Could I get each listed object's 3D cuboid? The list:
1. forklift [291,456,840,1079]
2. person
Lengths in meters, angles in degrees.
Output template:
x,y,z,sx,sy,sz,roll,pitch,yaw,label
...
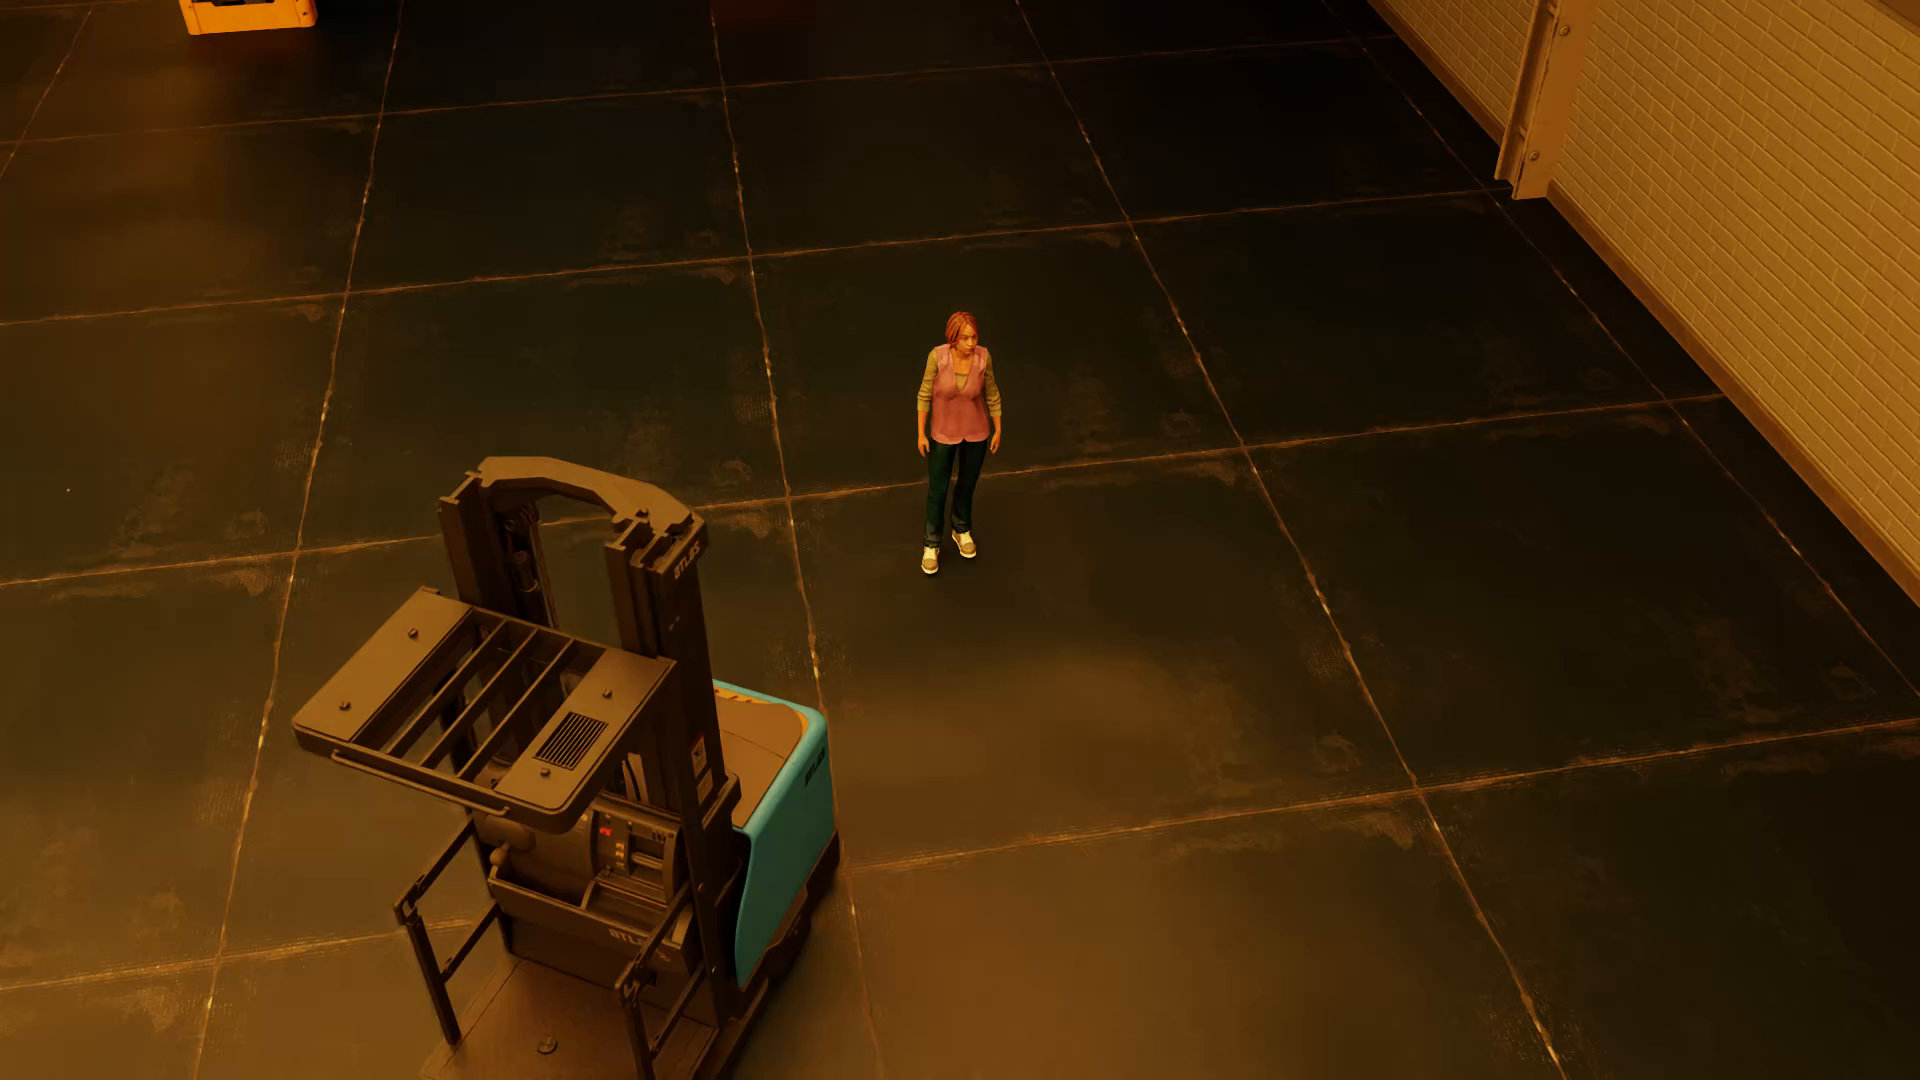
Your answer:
x,y,z,sx,sy,sz,roll,pitch,yaw,label
-1.615,1.262,6.472,1.130,2.935,3.031,15,42,17,forklift
-0.001,-0.566,9.641,0.520,1.597,0.476,-7,41,-8,person
